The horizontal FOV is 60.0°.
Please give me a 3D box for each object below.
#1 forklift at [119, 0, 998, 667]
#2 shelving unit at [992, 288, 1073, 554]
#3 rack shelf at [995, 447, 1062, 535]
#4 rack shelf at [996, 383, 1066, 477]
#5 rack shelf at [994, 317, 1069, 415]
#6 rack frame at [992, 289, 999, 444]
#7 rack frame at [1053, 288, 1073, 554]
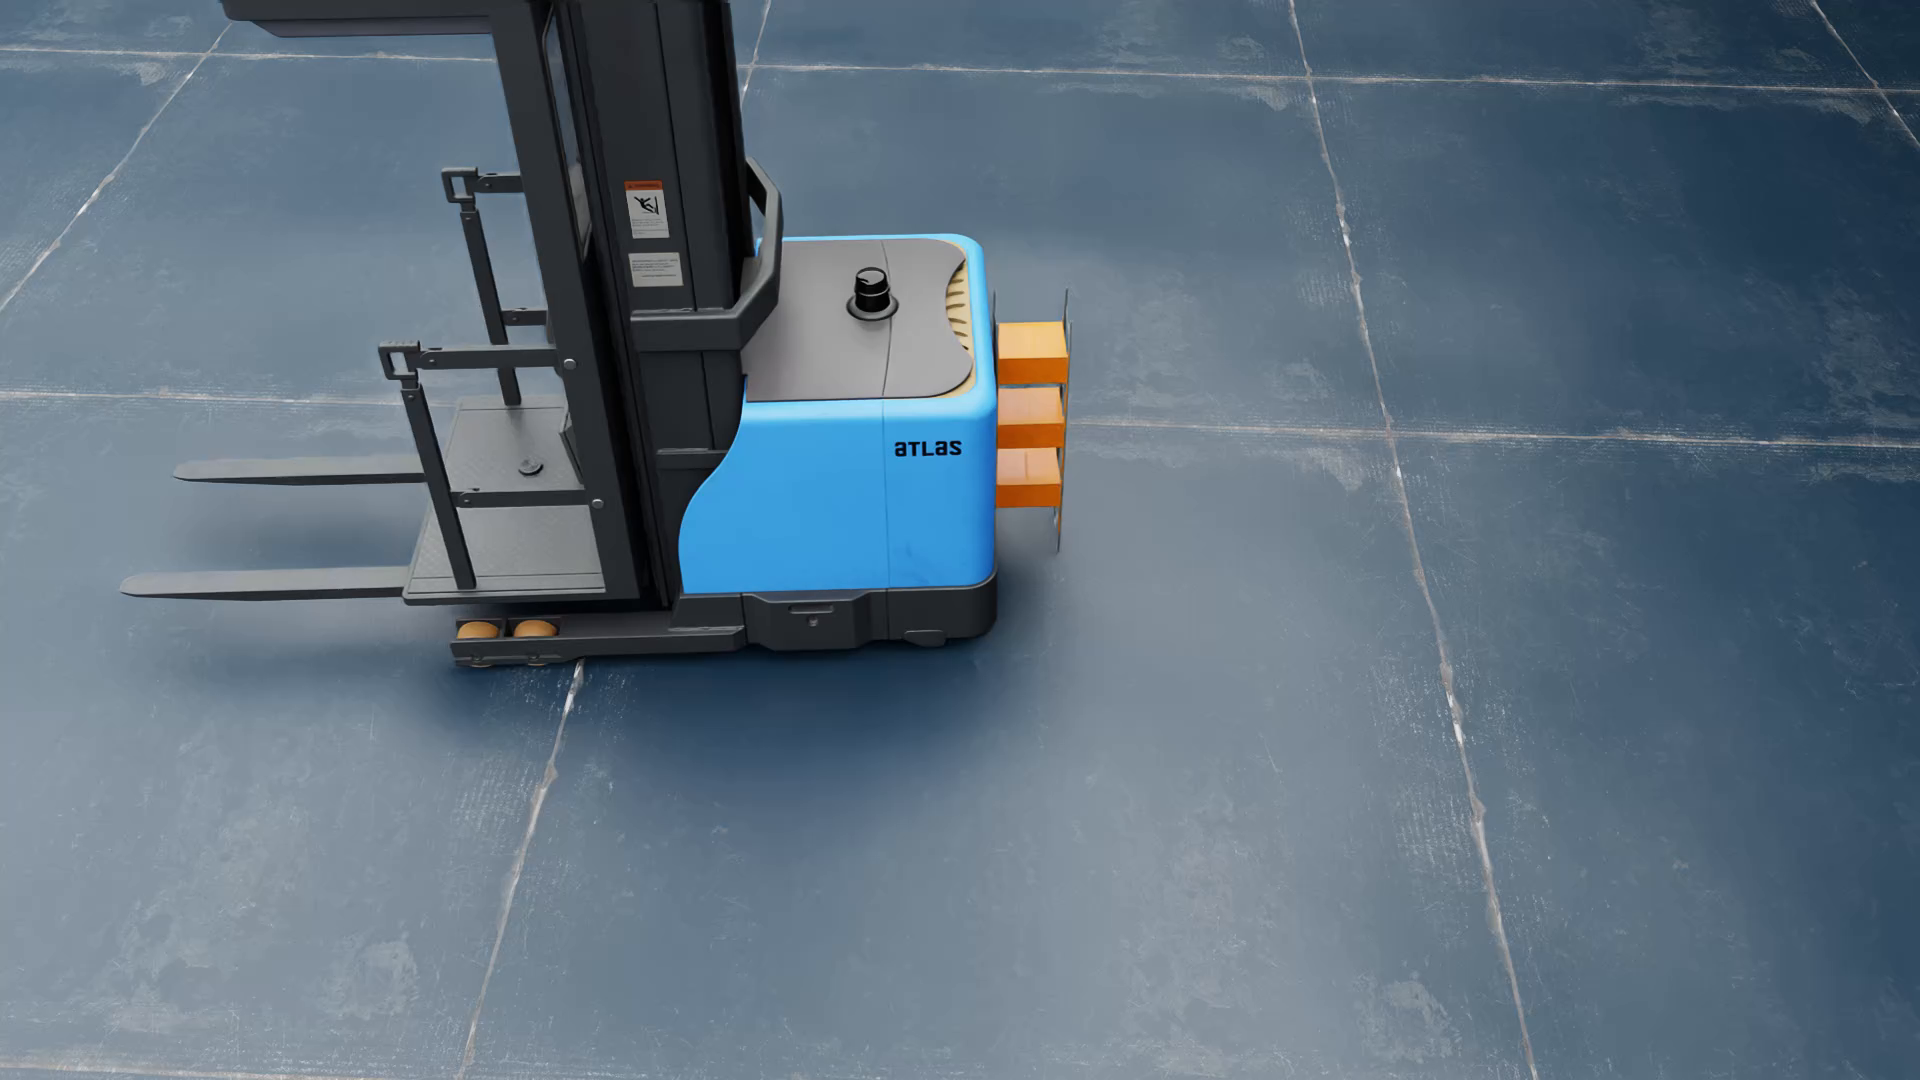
[{"bbox_3d":[-1.402,-1.000,5.173,3.031,2.935,1.130,-2,43,-2],"label":"forklift"},{"bbox_3d":[0.242,-0.399,5.908,0.252,1.050,0.215,-2,43,-2],"label":"shelving unit"},{"bbox_3d":[0.242,-0.187,6.104,0.240,0.259,0.215,-2,43,-2],"label":"rack shelf"},{"bbox_3d":[0.242,-0.391,5.915,0.240,0.259,0.215,-2,43,-2],"label":"rack shelf"},{"bbox_3d":[0.242,-0.598,5.721,0.240,0.259,0.215,-2,43,-2],"label":"rack shelf"},{"bbox_3d":[0.120,-0.395,5.904,0.008,1.050,0.200,-2,43,-2],"label":"rack frame"},{"bbox_3d":[0.364,-0.402,5.911,0.008,1.050,0.200,-2,43,-2],"label":"rack frame"}]
